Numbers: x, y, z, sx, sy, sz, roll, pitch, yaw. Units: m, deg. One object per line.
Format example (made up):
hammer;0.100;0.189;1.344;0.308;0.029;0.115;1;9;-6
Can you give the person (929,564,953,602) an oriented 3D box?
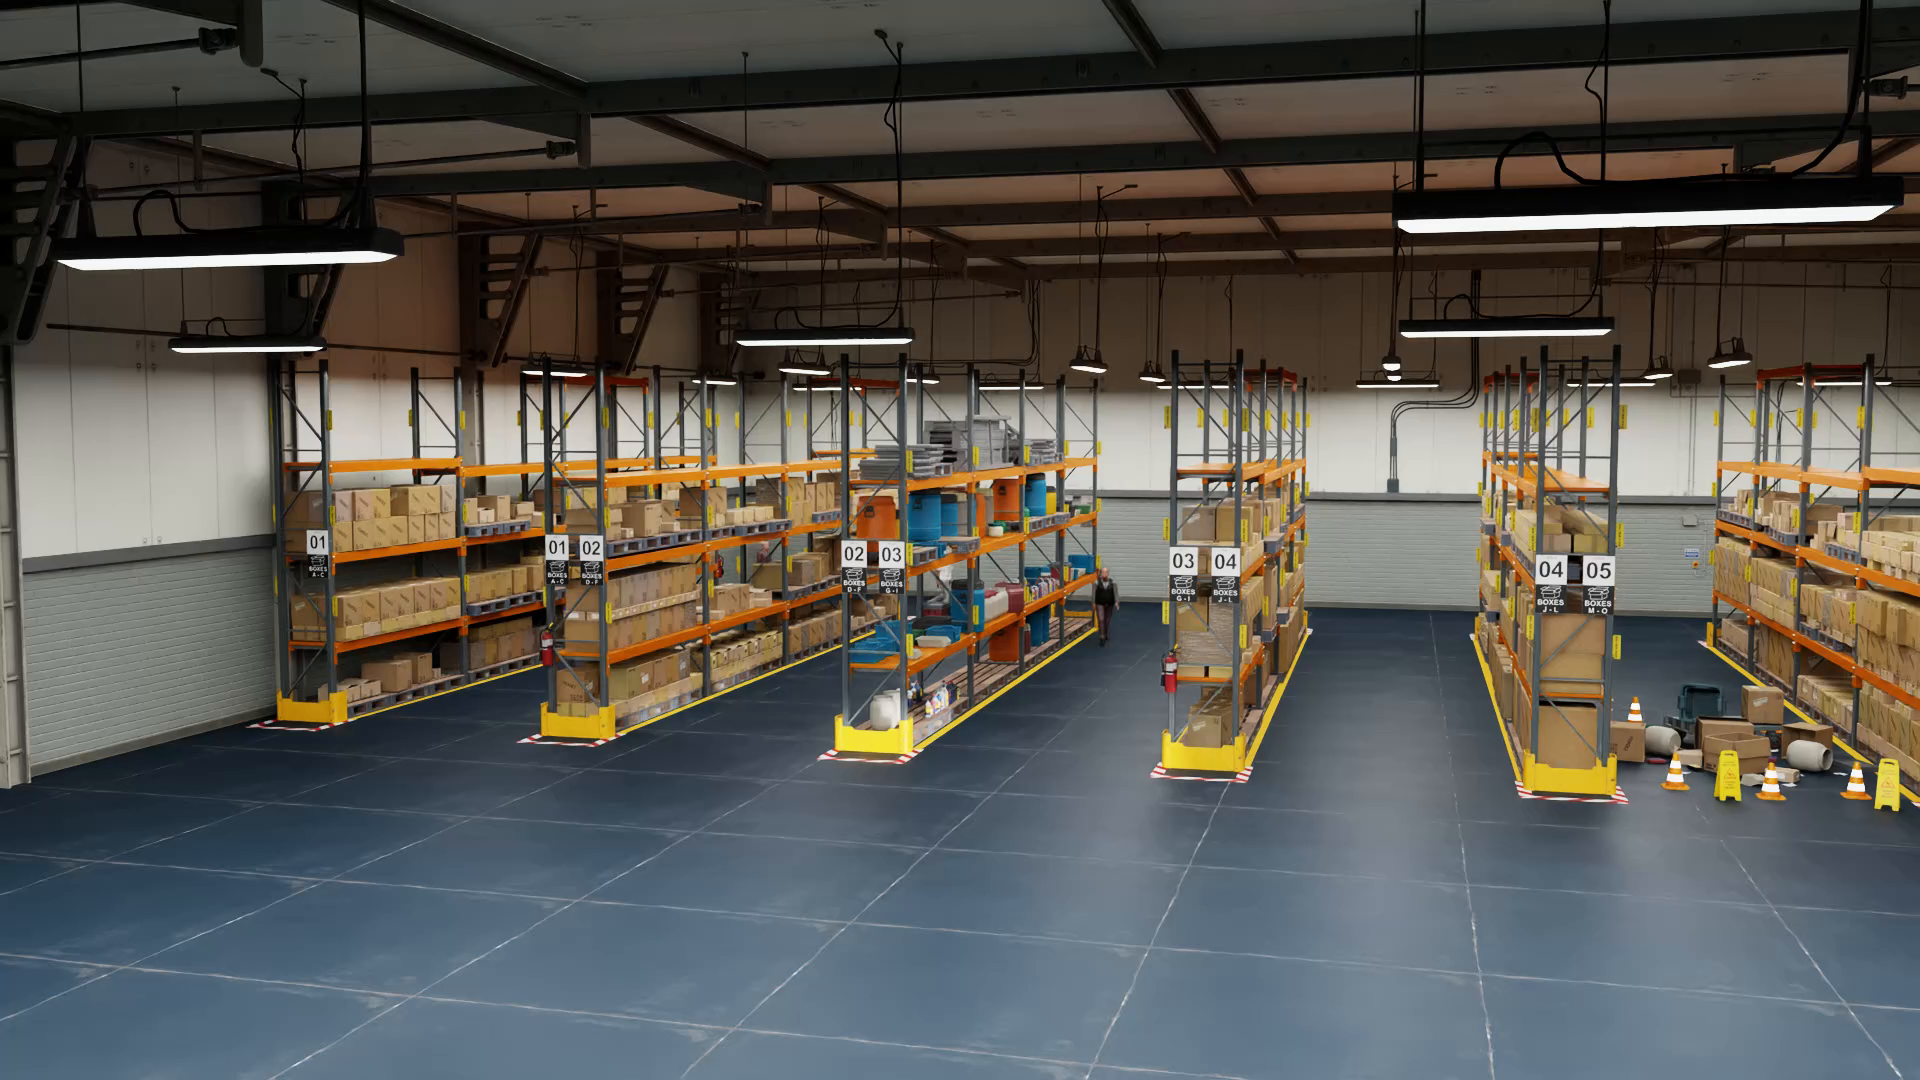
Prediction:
person;-0.452;1.033;42.900;0.740;1.749;0.538;1;4;12

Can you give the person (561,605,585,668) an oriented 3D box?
person;-7.636;1.828;33.063;0.540;1.626;0.554;1;4;8

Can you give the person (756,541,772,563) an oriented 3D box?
person;-5.249;0.905;44.357;0.565;1.777;0.603;1;4;16

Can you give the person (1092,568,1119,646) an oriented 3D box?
person;3.270;1.465;37.257;0.561;1.685;1.000;-1;4;-8
